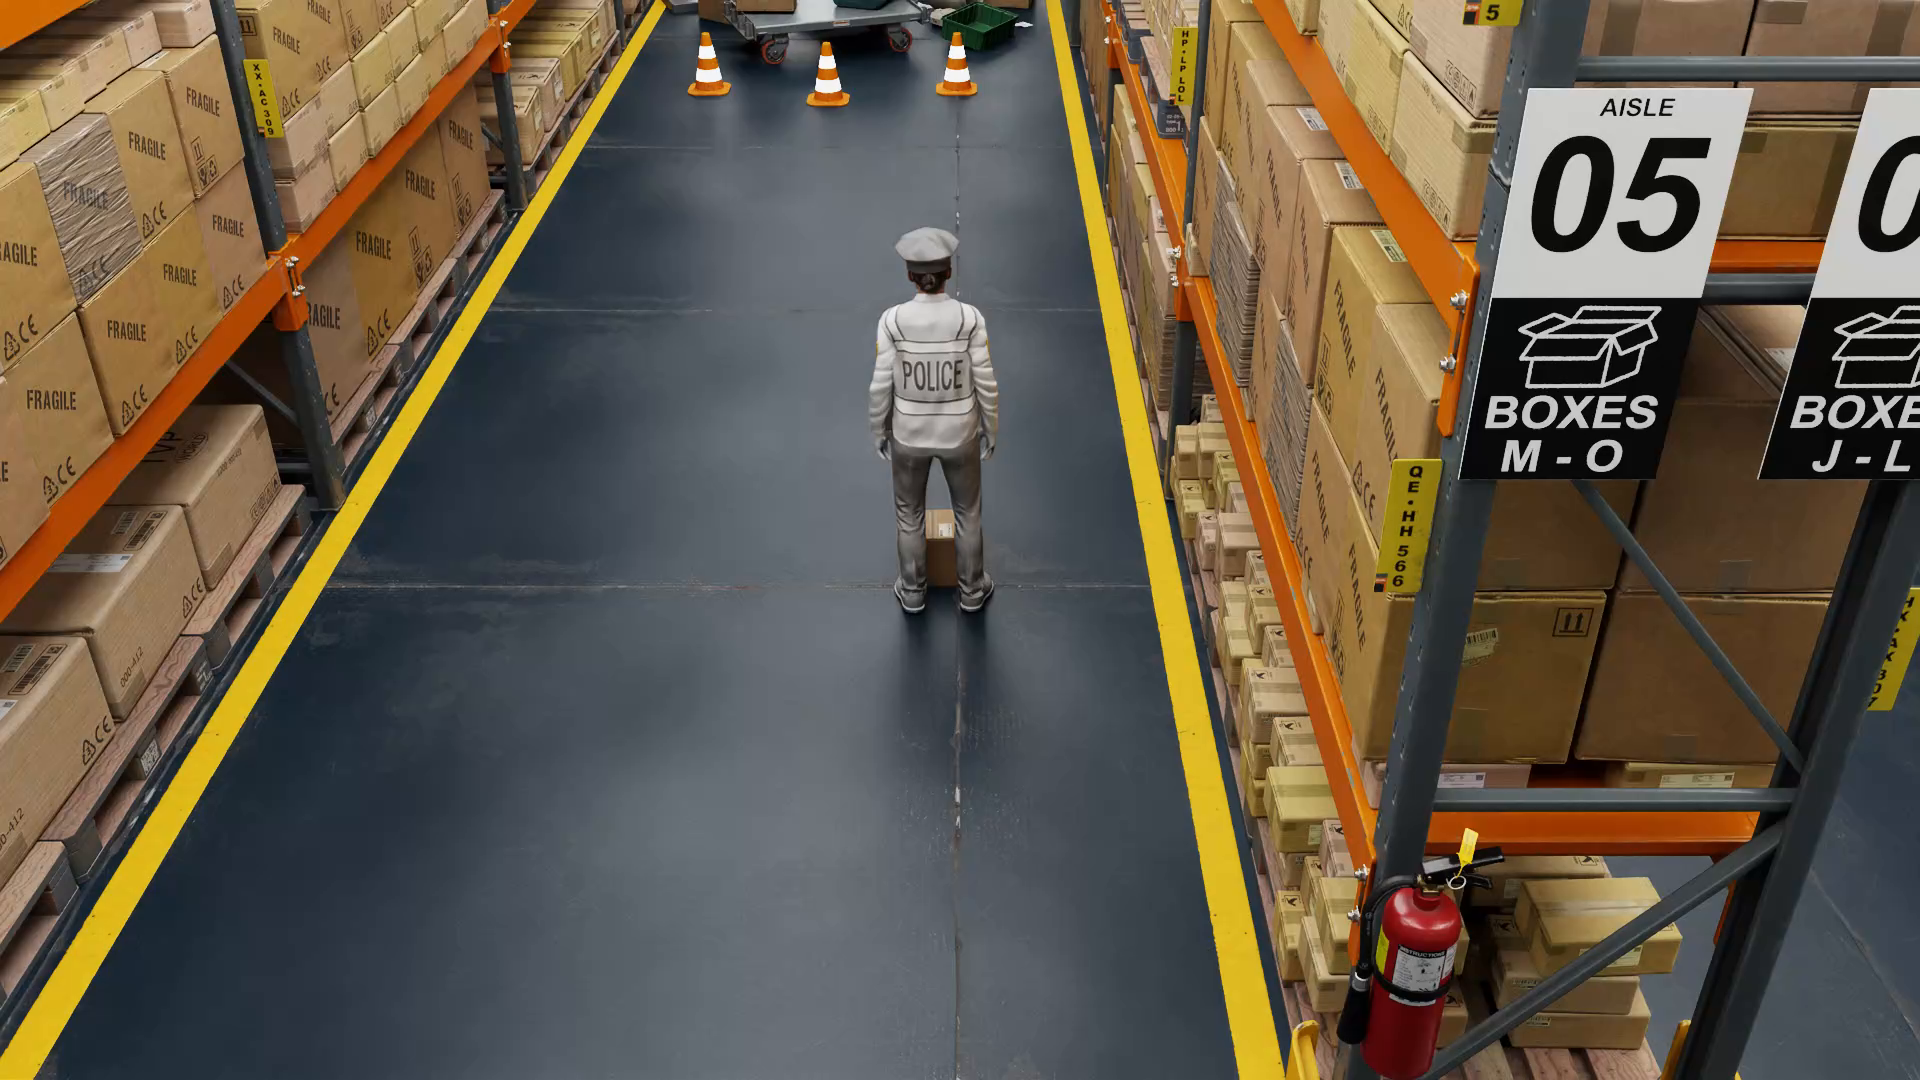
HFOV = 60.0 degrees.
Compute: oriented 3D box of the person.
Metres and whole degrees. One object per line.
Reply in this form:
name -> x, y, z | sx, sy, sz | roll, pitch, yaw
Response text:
person -> -0.104, -0.439, 6.842 | 0.526, 1.663, 0.375 | 0, 32, -1
